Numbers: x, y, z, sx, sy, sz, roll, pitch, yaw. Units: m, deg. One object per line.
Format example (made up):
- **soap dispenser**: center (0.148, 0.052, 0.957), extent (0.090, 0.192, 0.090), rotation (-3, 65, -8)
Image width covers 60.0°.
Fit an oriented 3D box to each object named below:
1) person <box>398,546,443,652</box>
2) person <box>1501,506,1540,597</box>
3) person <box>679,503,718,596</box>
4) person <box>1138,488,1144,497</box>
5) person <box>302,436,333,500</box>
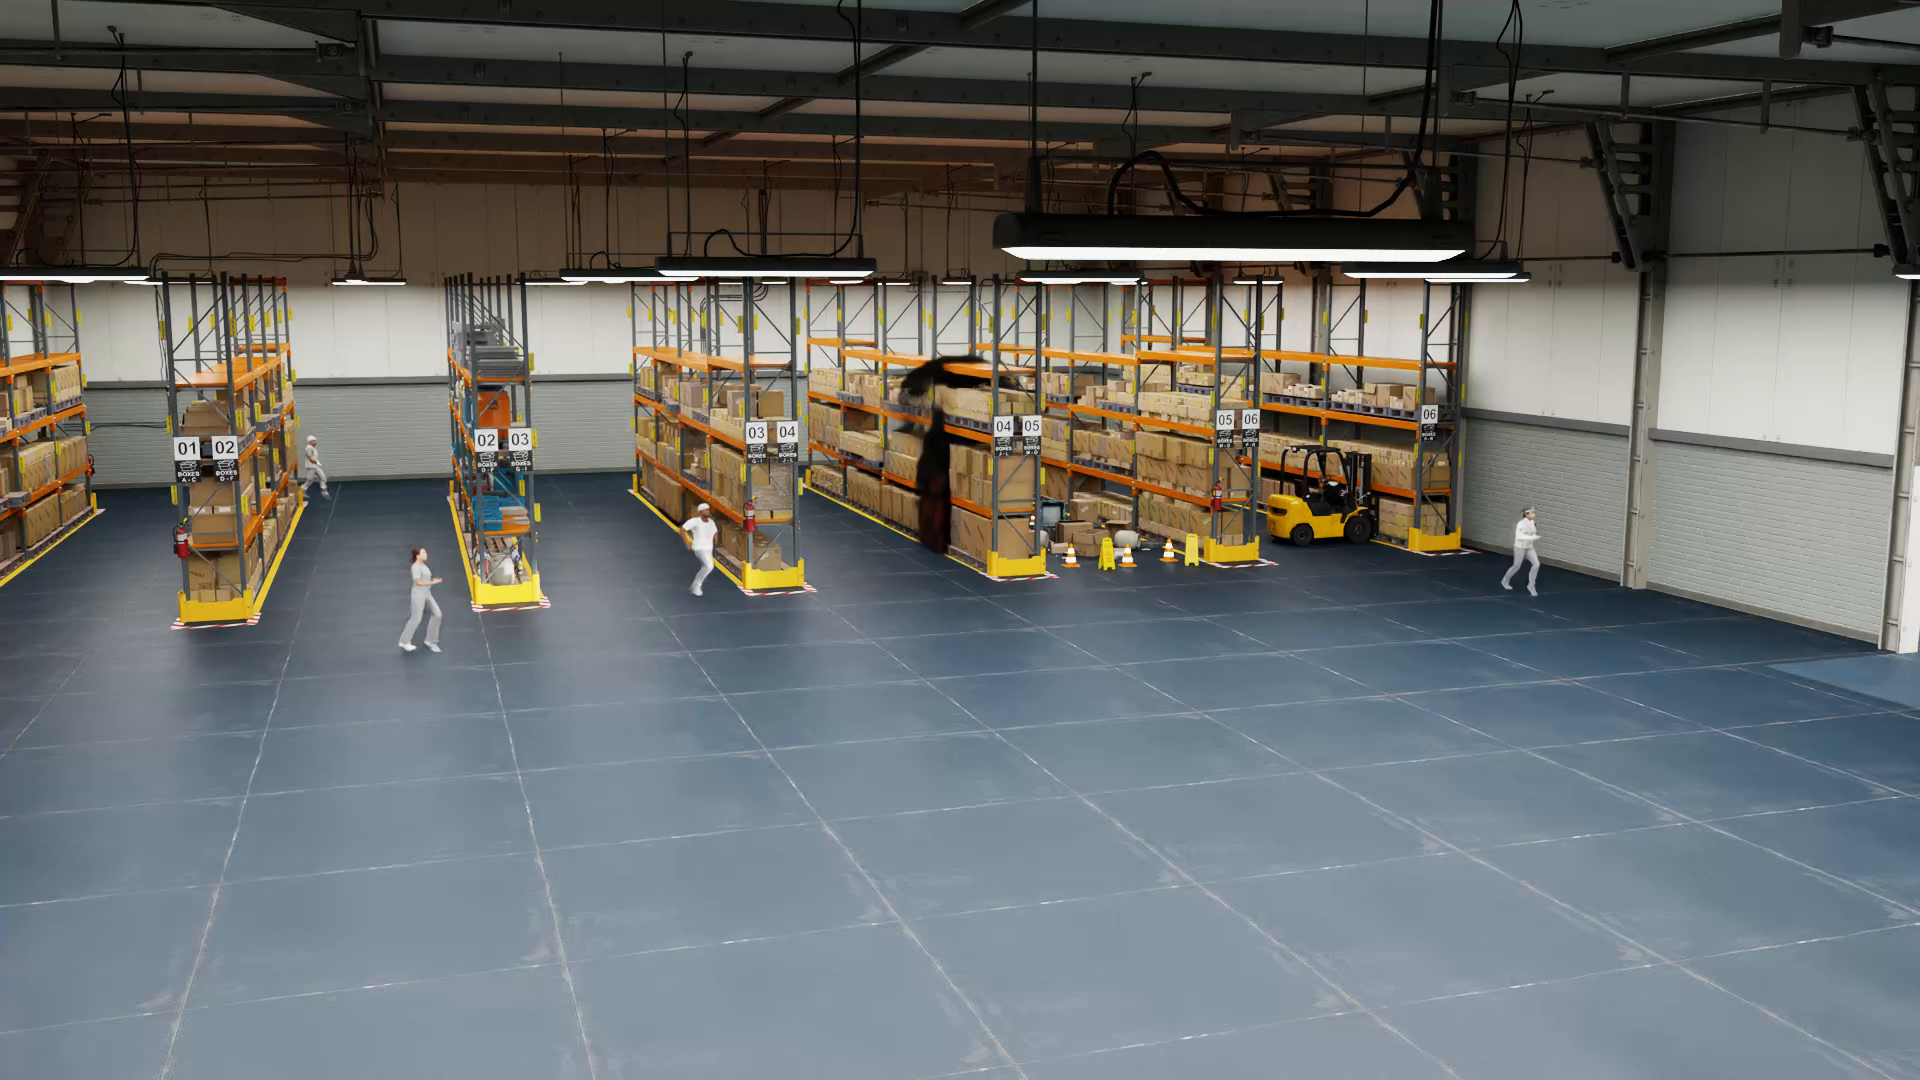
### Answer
- **person**: center (-8.528, 0.951, 26.274), extent (0.757, 1.736, 0.565), rotation (0, 9, 3)
- **person**: center (10.589, 0.185, 31.338), extent (0.638, 1.729, 0.831), rotation (-6, 11, -35)
- **person**: center (-4.804, 0.172, 31.190), extent (0.618, 1.720, 0.711), rotation (5, 10, 30)
- **person**: center (4.776, -1.839, 43.670), extent (0.541, 1.425, 0.497), rotation (-3, 9, -19)
- **person**: center (-17.563, -1.955, 45.113), extent (0.932, 1.766, 0.720), rotation (0, 9, 0)
